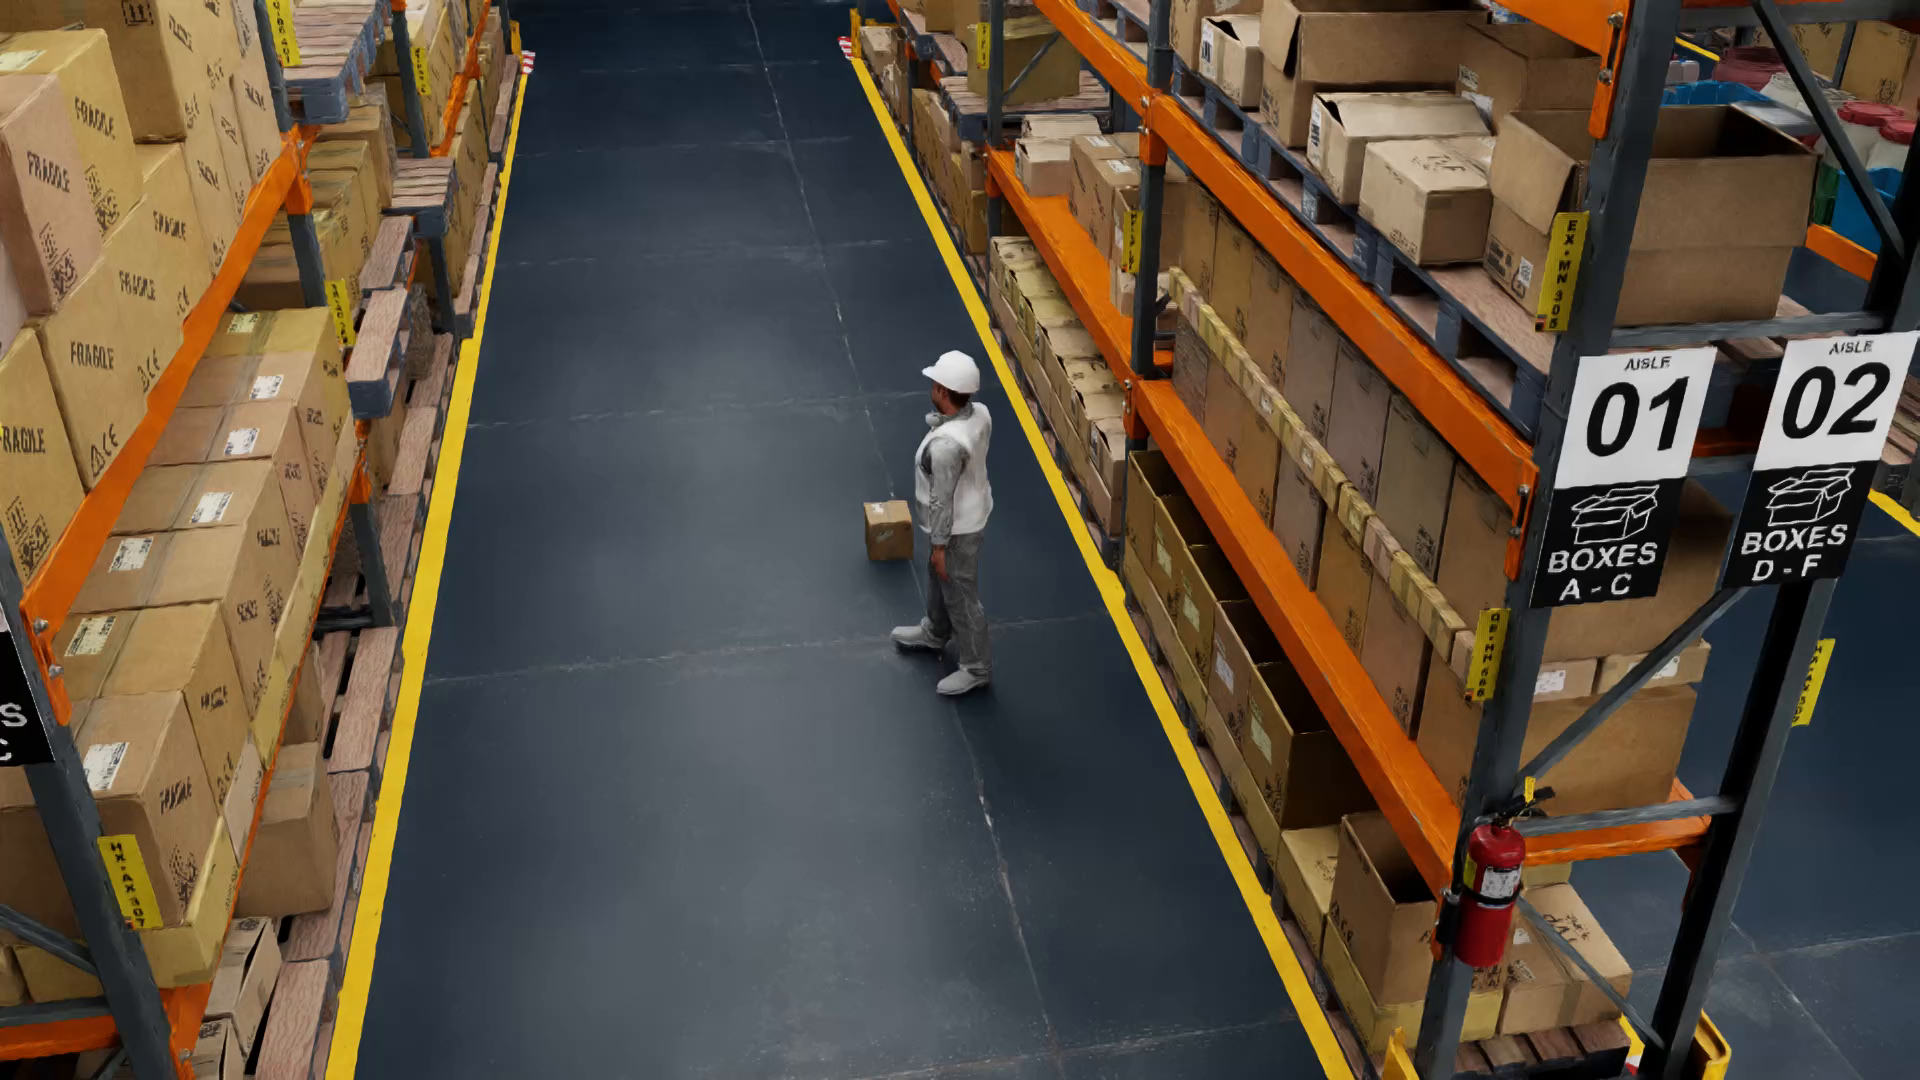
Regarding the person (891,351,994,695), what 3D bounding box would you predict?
[{"bbox_3d":[-0.094,-0.134,8.299,0.611,1.768,0.715,7,31,12],"label":"person"}]
